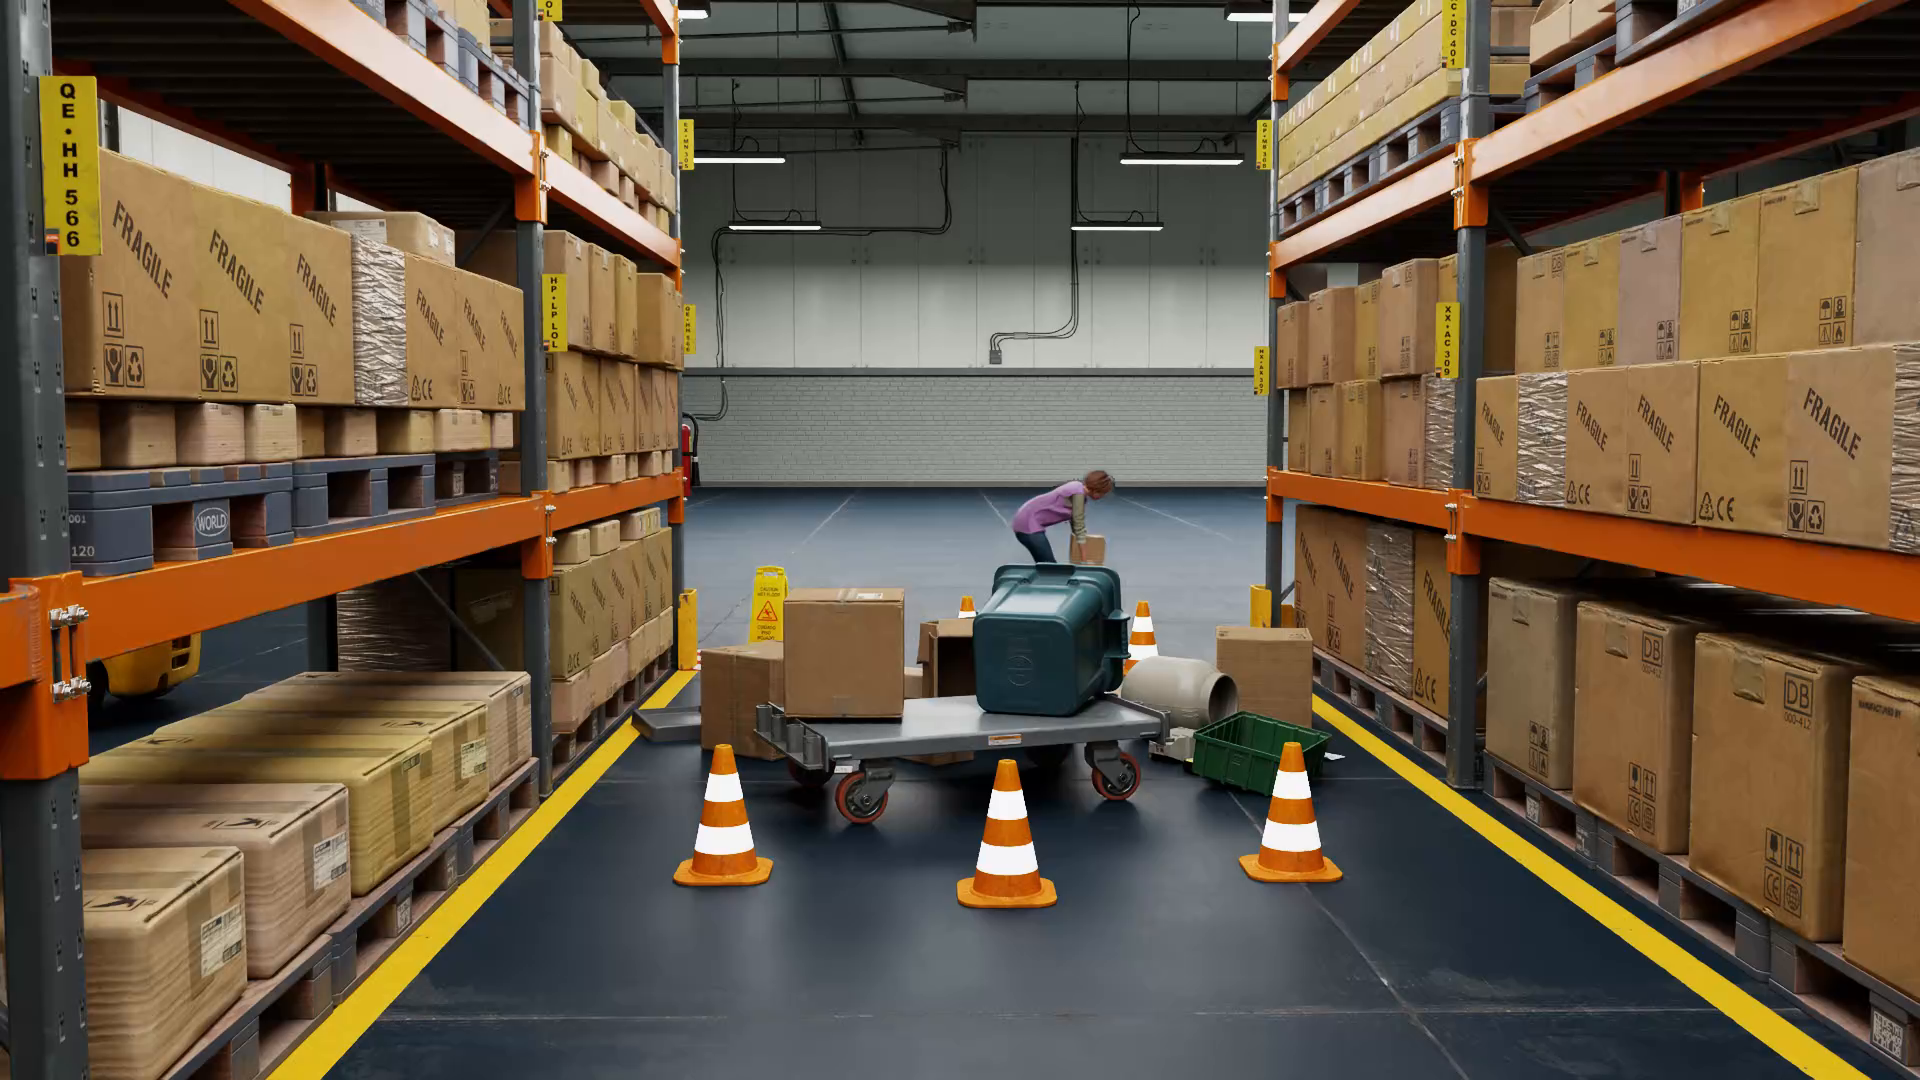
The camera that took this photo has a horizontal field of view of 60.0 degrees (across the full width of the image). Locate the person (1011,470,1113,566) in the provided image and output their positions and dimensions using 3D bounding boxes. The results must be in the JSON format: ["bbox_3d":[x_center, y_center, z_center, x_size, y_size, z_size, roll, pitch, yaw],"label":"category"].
[{"bbox_3d":[0.802,0.079,13.071,0.797,1.259,0.387,0,4,-3],"label":"person"}]
